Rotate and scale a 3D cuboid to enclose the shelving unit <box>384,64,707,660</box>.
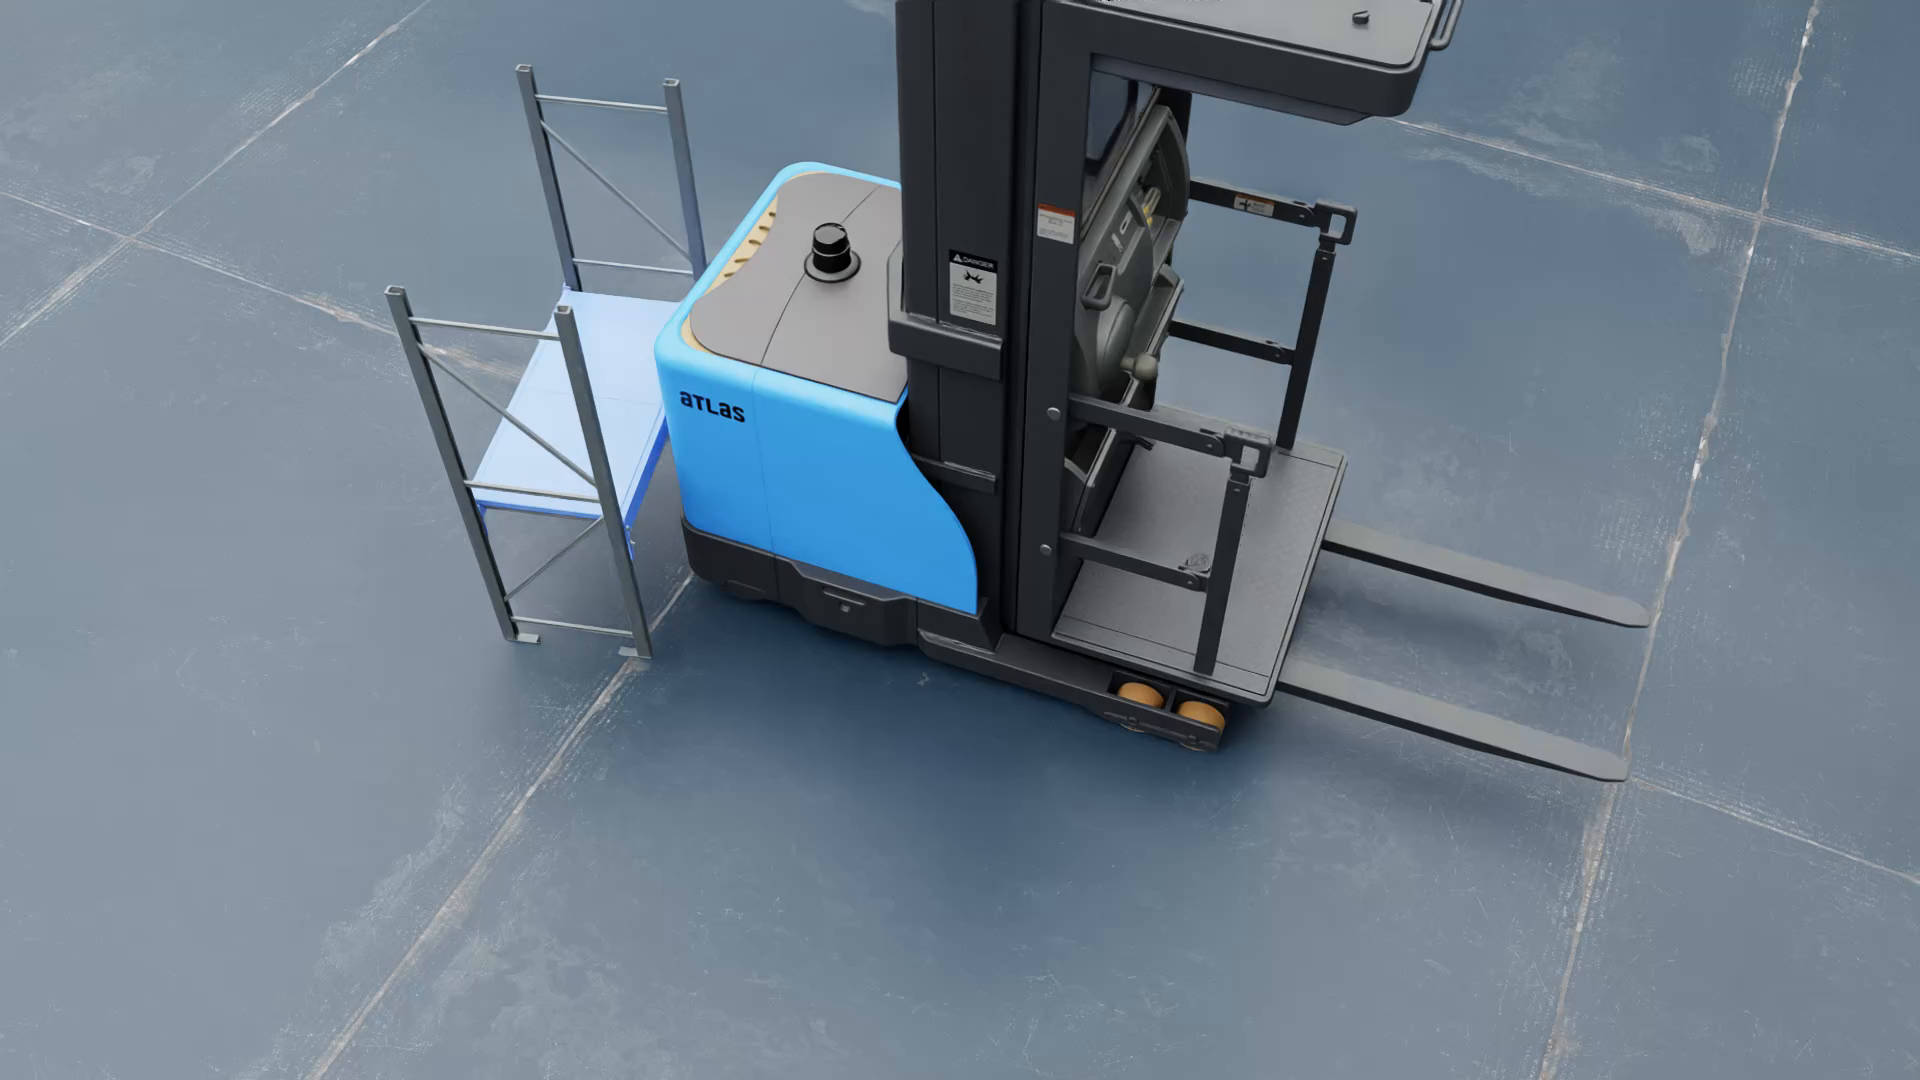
[{"bbox_3d":[-1.167,-0.520,5.208,0.538,1.500,1.048,7,50,6],"label":"shelving unit"}]

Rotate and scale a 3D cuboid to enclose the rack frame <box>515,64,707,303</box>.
[{"bbox_3d":[-1.083,-0.902,5.532,0.500,1.500,0.032,7,50,6],"label":"rack frame"}]

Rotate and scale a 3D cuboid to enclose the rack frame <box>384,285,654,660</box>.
[{"bbox_3d":[-1.250,-0.138,4.883,0.500,1.500,0.032,7,50,6],"label":"rack frame"}]

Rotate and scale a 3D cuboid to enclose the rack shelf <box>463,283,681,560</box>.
[{"bbox_3d":[-1.167,-0.403,5.345,0.538,0.185,1.000,7,50,6],"label":"rack shelf"}]

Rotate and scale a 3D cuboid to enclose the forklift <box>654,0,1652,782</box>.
[{"bbox_3d":[0.657,-0.755,4.468,3.031,2.935,1.130,16,52,14],"label":"forklift"}]
